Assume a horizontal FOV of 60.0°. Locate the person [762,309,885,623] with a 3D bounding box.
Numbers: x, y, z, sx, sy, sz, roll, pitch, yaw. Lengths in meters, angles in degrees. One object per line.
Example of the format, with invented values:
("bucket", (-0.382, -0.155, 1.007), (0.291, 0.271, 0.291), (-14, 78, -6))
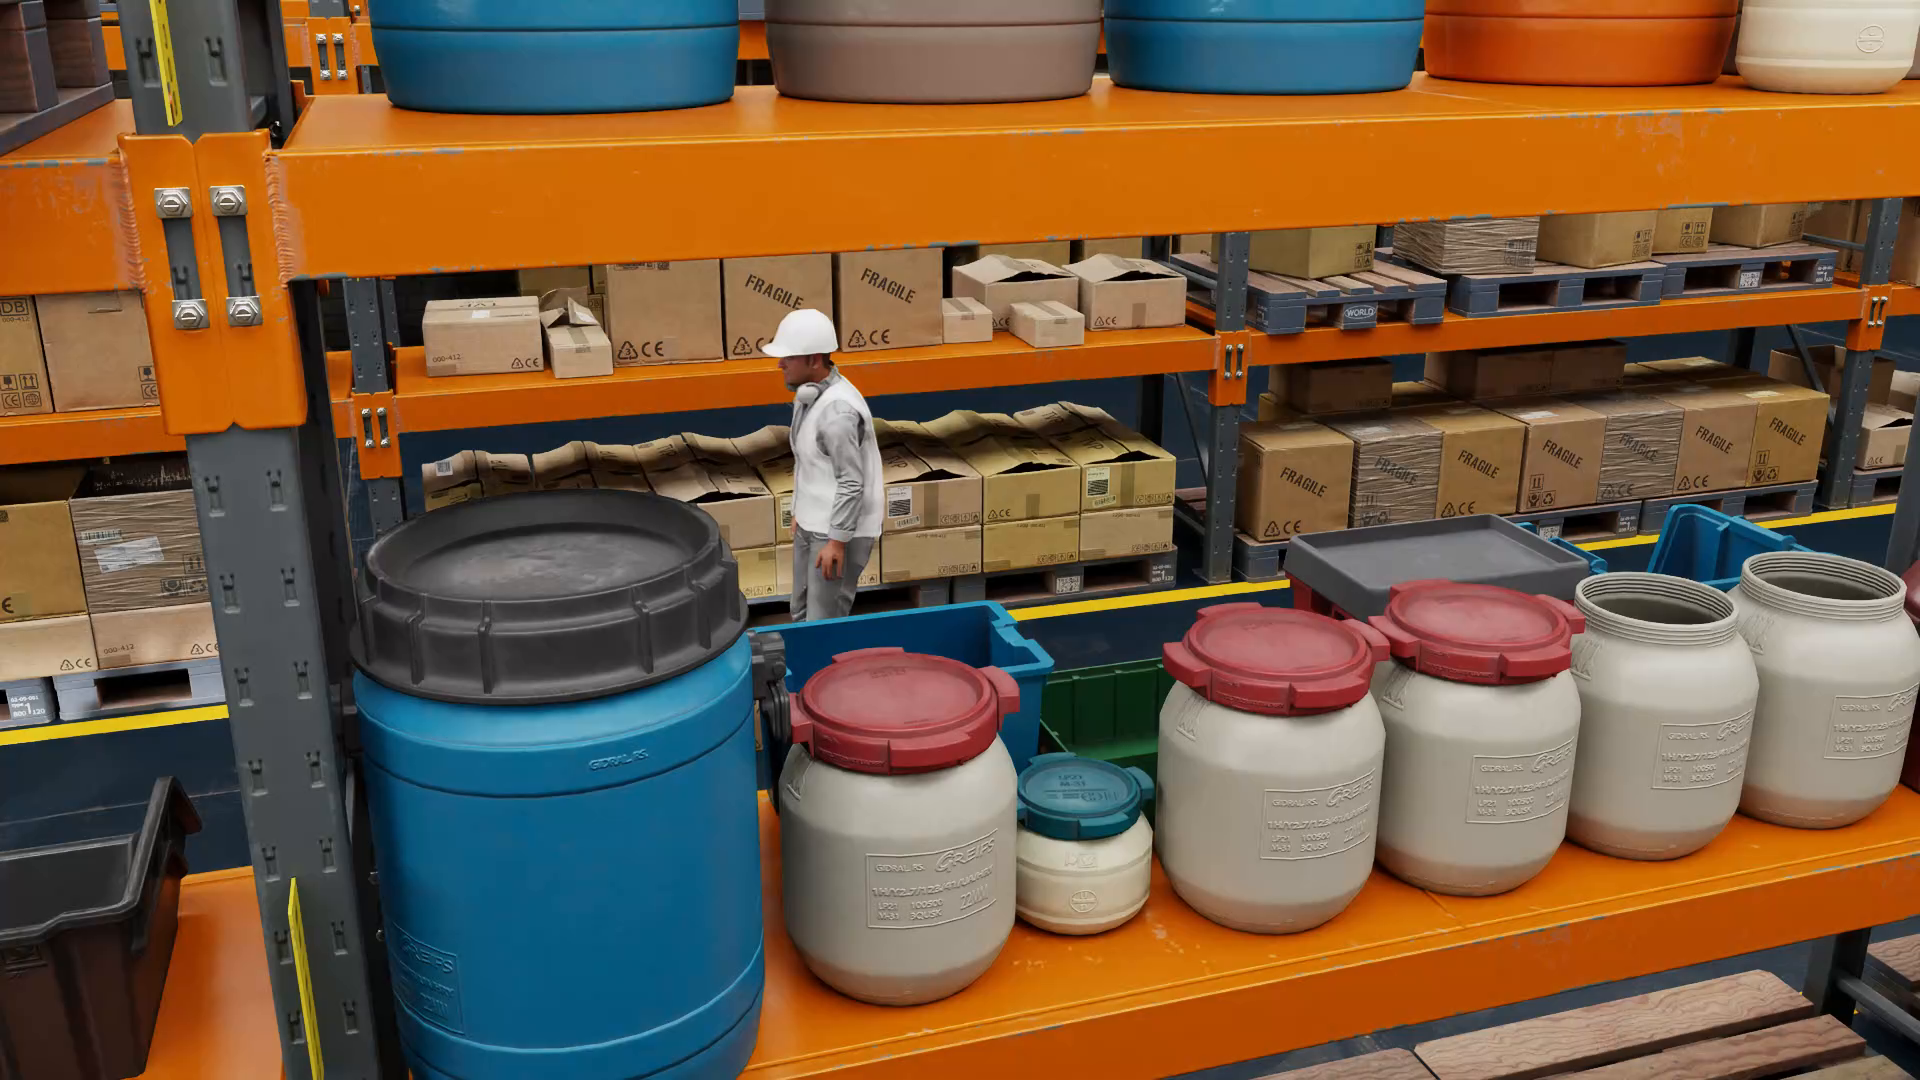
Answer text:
("person", (-0.544, -0.058, 6.694), (0.462, 1.770, 0.579), (-7, 20, -18))
